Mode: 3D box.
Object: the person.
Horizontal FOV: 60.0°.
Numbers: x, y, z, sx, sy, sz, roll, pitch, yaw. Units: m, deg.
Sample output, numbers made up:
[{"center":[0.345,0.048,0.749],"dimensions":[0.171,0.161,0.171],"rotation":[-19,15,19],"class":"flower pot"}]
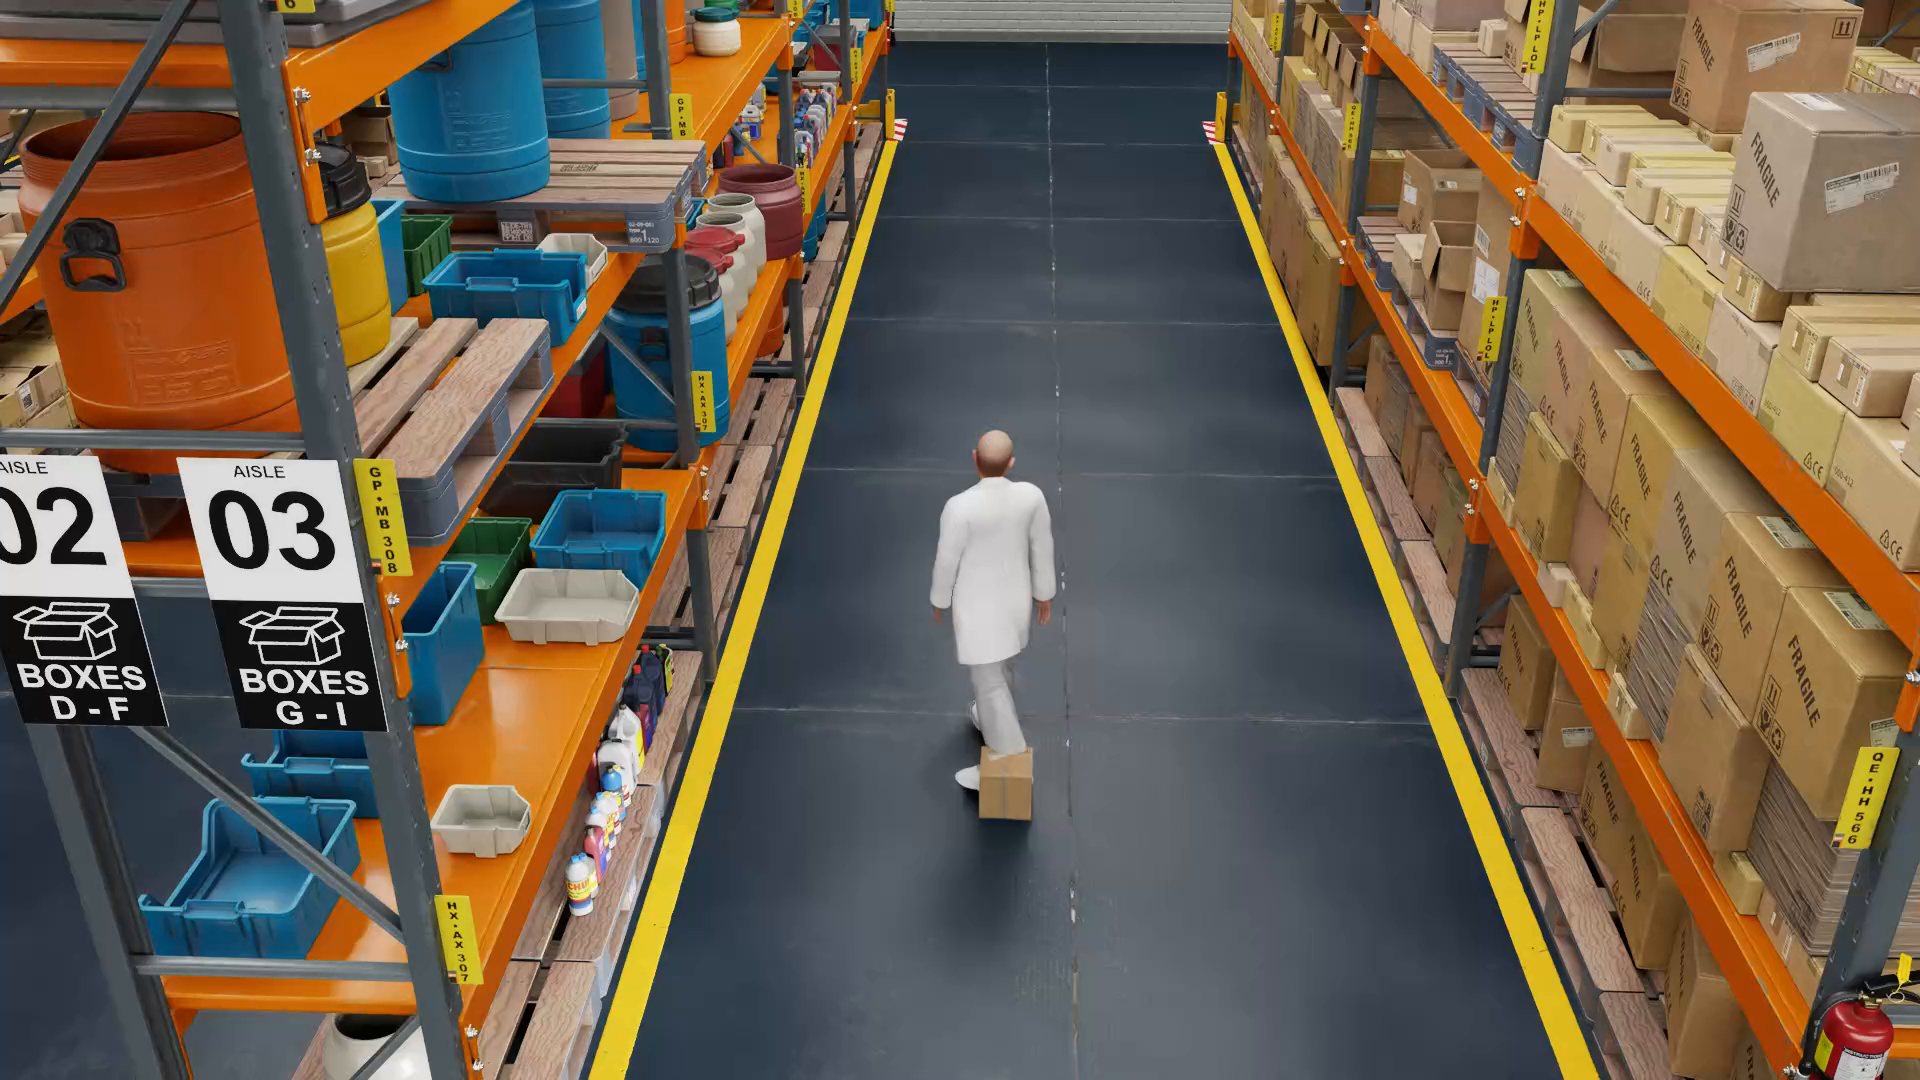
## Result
[{"center":[0.179,0.315,8.034],"dimensions":[0.611,1.773,0.686],"rotation":[-15,31,-26],"class":"person"}]
